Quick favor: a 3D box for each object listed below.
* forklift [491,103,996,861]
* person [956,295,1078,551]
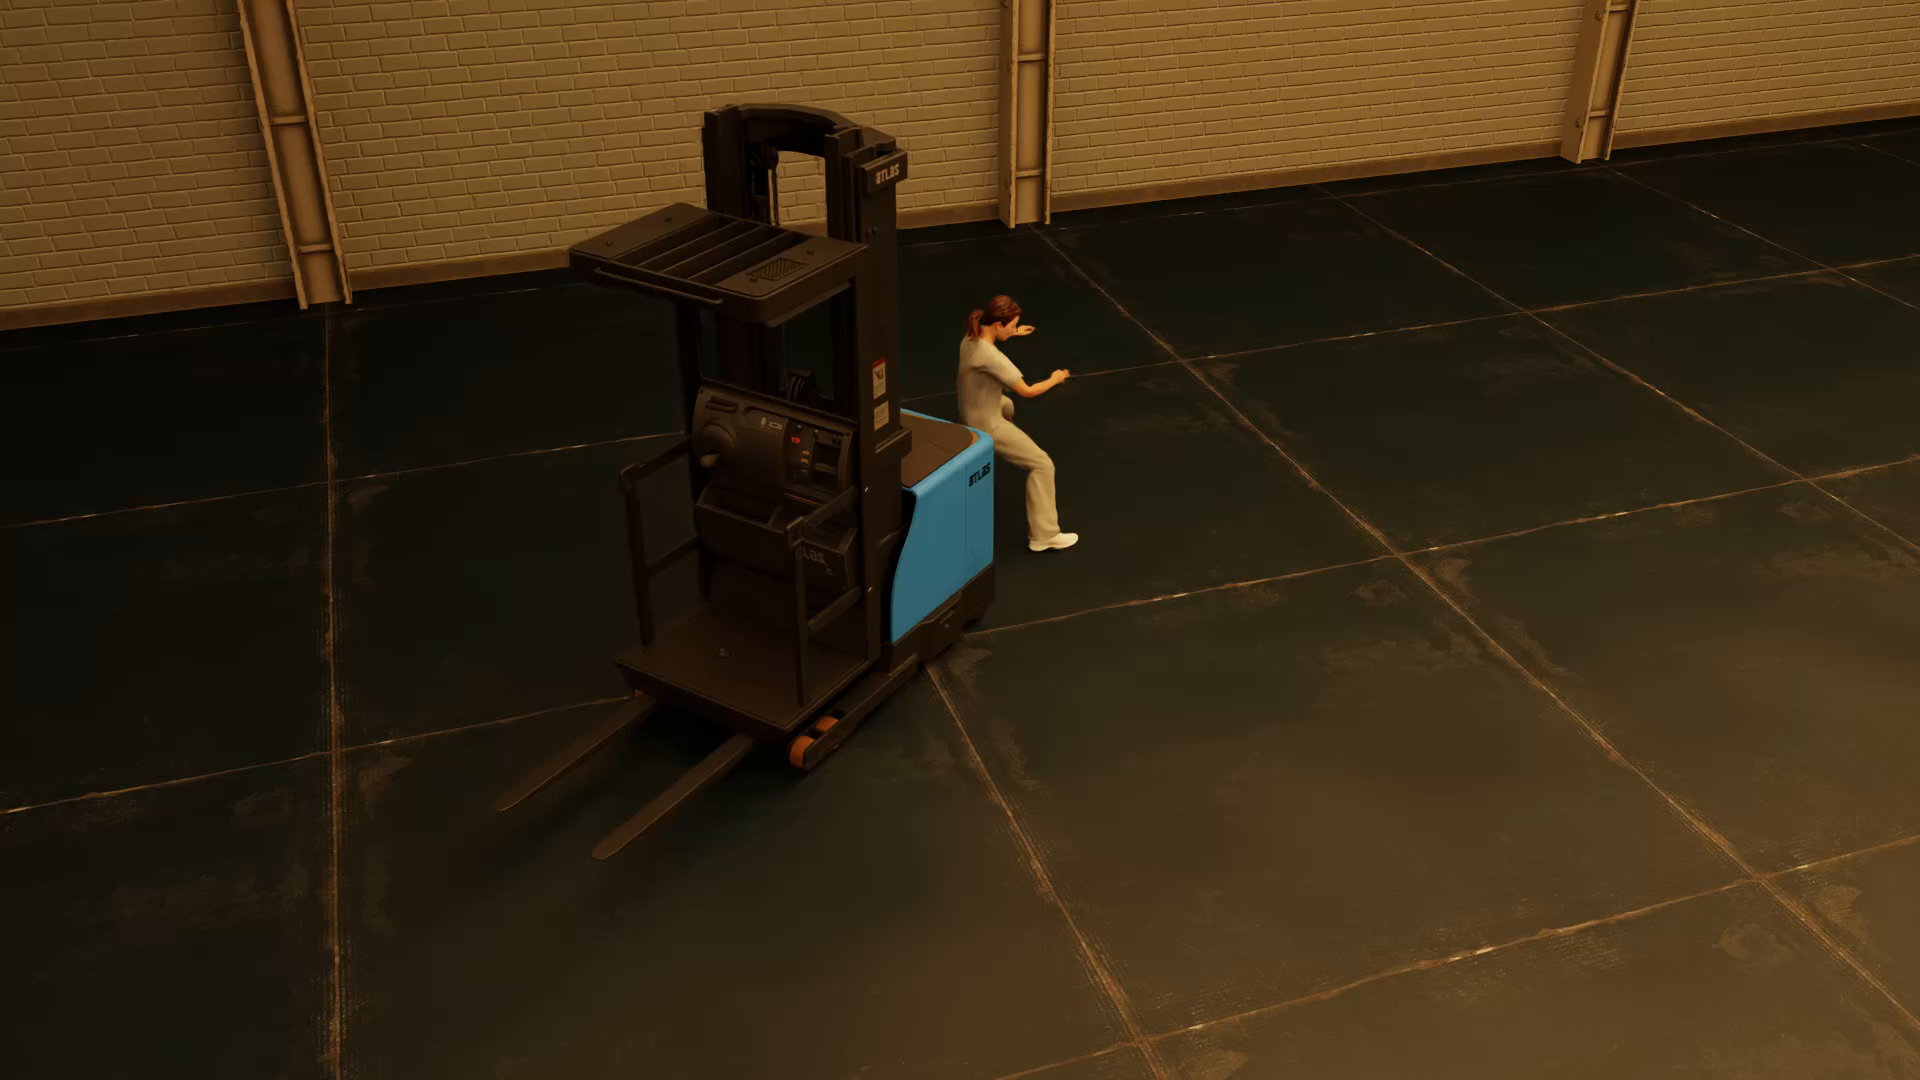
[{"bbox_3d":[-1.018,-0.419,7.814,1.130,2.935,3.031,18,34,28],"label":"forklift"},{"bbox_3d":[0.302,-0.802,9.965,0.649,1.449,1.068,-8,31,-13],"label":"person"}]
